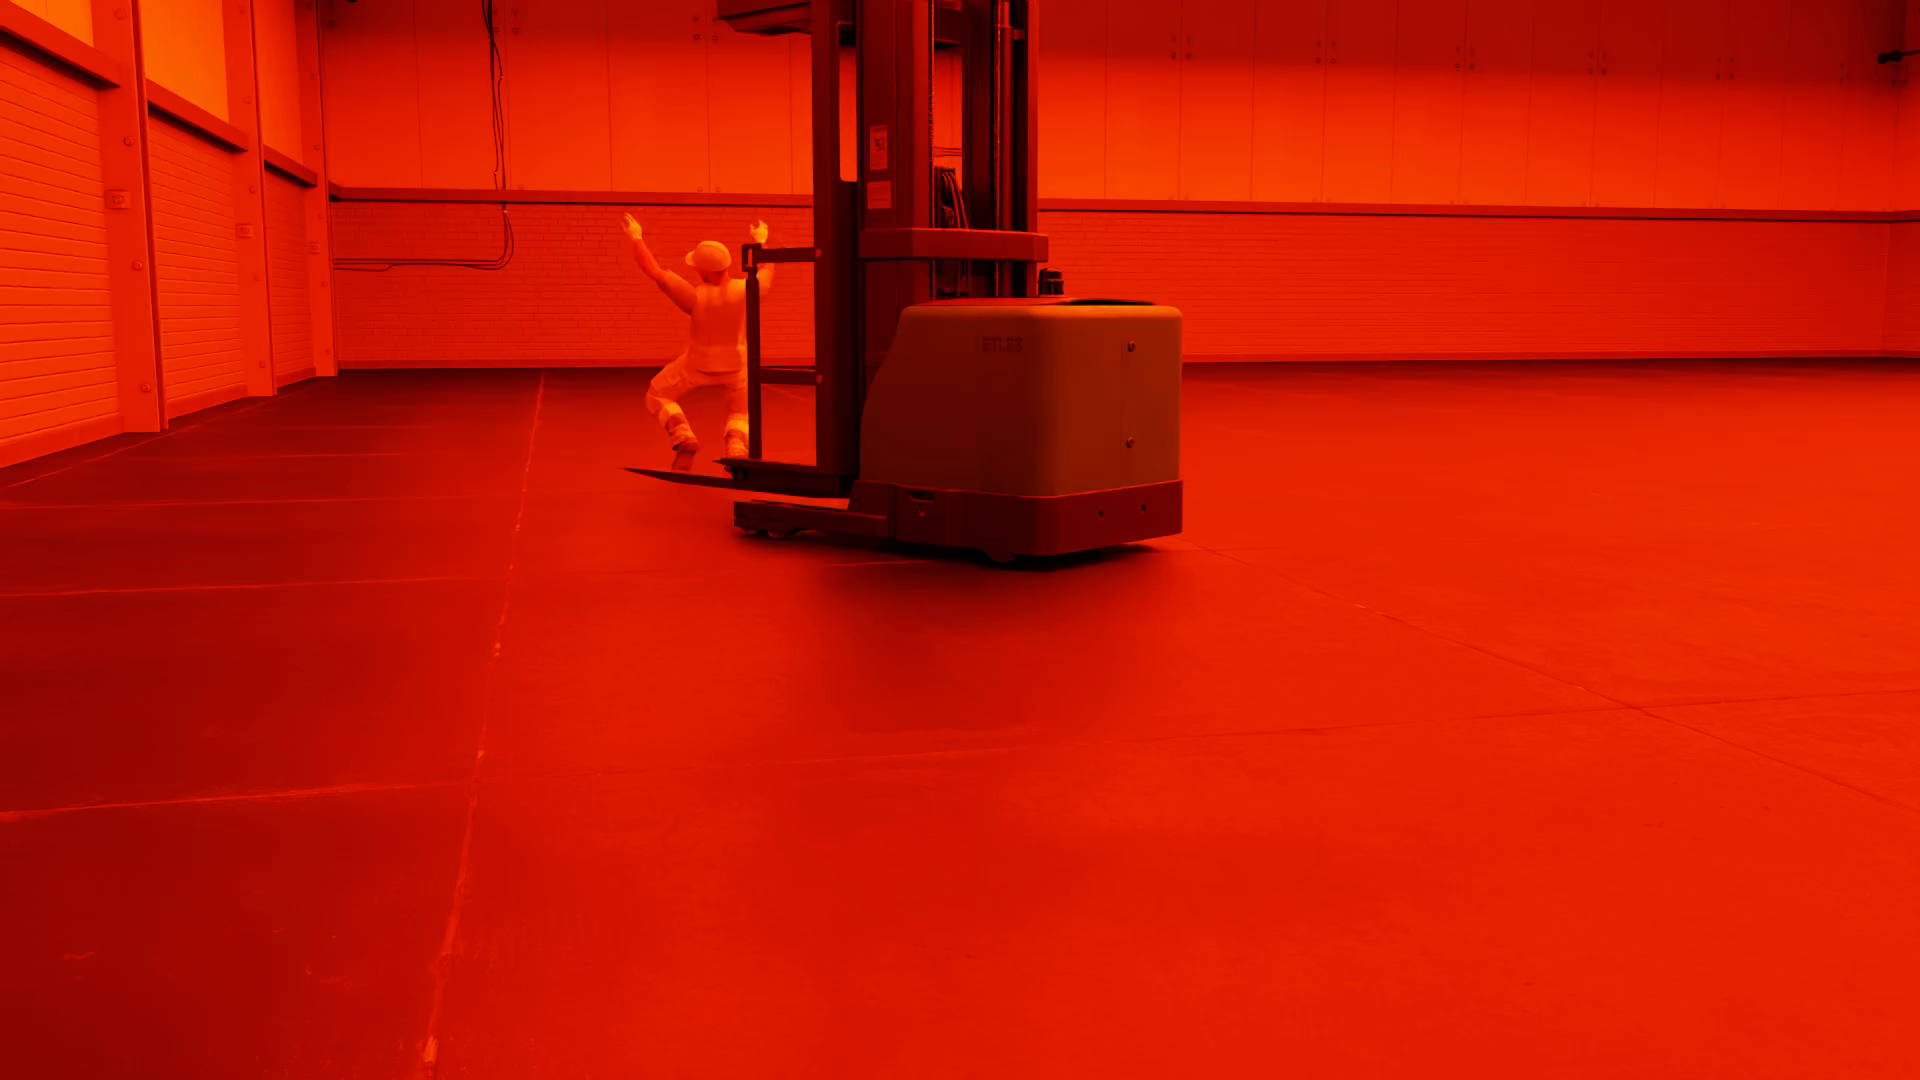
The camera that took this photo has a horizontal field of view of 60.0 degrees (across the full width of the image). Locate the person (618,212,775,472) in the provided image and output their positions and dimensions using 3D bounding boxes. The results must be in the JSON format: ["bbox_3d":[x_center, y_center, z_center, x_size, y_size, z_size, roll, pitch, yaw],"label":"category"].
[{"bbox_3d":[-1.599,-1.191,10.329,0.988,1.638,0.772,-3,9,-22],"label":"person"}]

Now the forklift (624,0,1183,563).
[{"bbox_3d":[-0.437,-1.504,7.880,3.031,2.935,1.130,7,11,42],"label":"forklift"}]
